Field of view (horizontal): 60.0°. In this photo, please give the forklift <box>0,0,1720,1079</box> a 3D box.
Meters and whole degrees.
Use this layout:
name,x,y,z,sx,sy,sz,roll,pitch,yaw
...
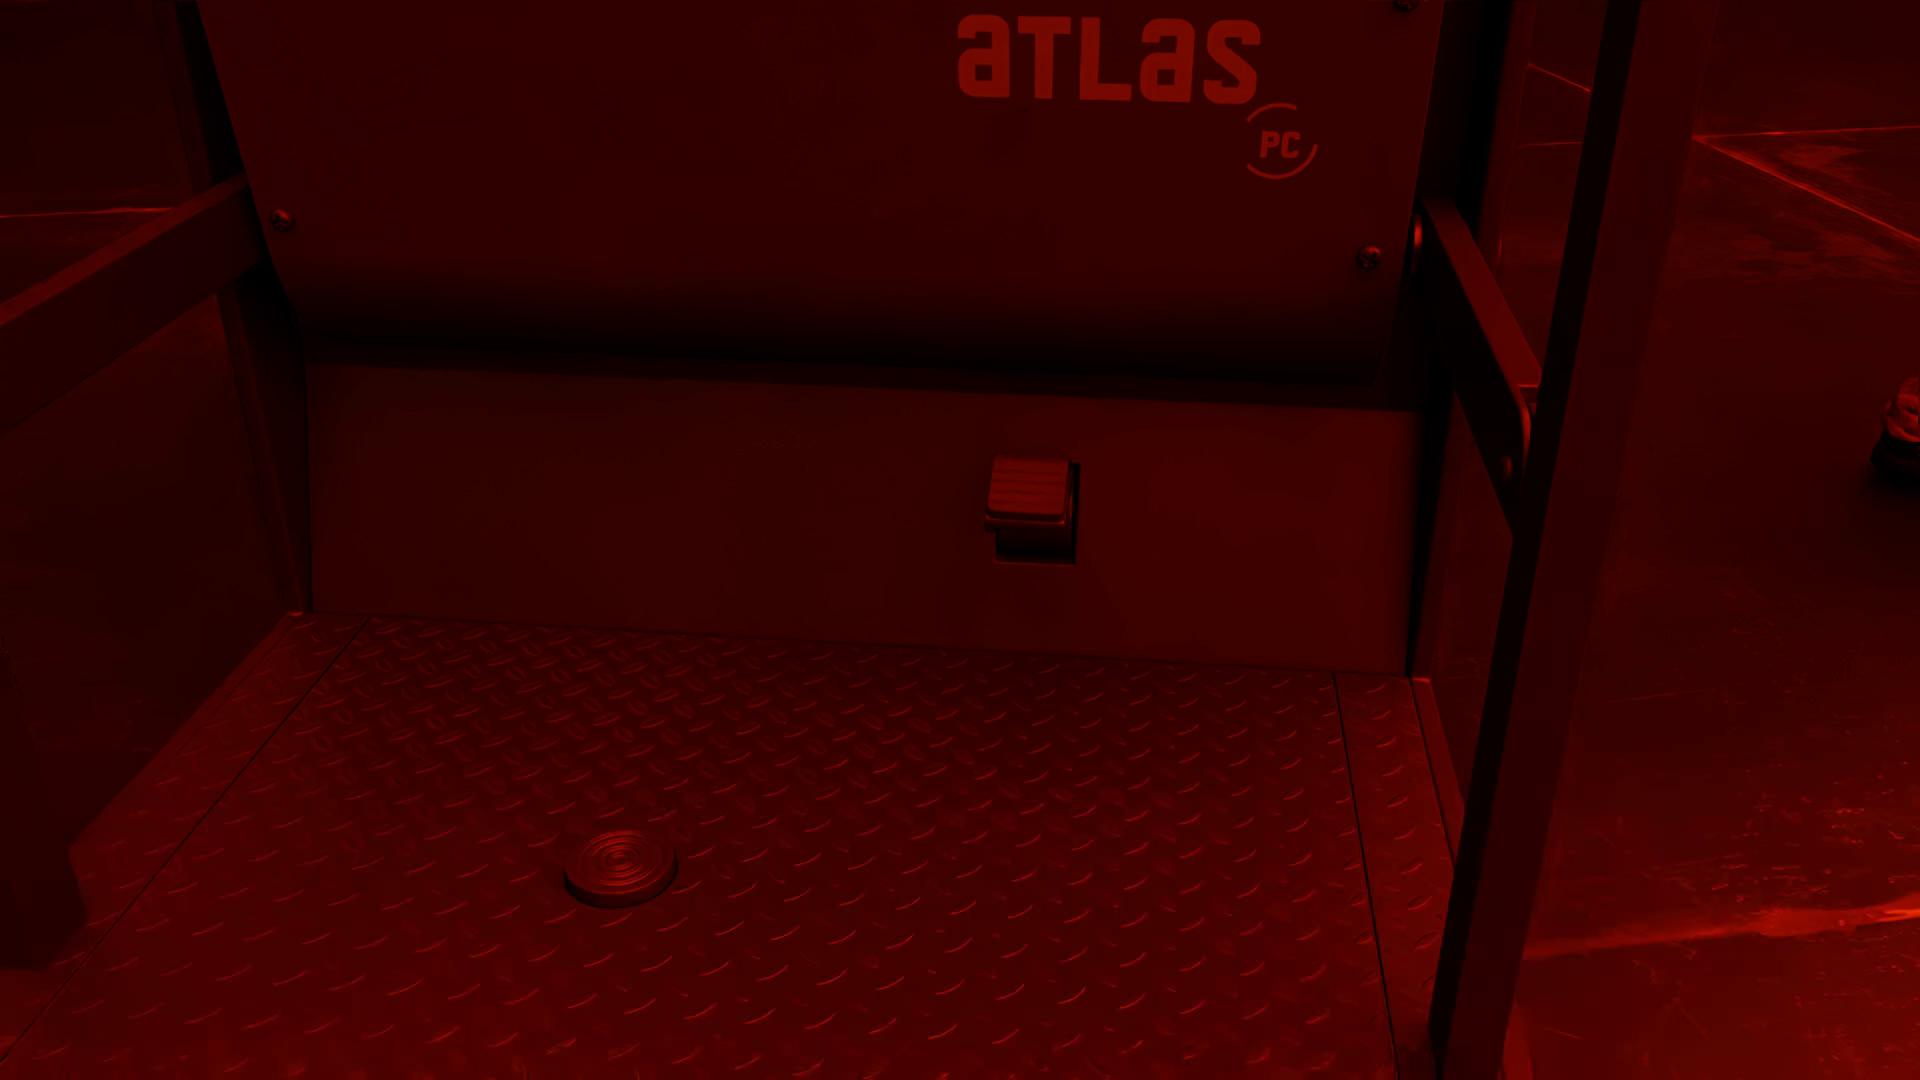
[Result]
name,x,y,z,sx,sy,sz,roll,pitch,yaw
forklift,-0.135,-0.786,0.854,1.130,2.935,3.031,3,28,6

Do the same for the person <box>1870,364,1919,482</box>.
name,x,y,z,sx,sy,sz,roll,pitch,yaw
person,1.750,-0.627,2.103,0.502,1.608,0.967,-12,30,-21
